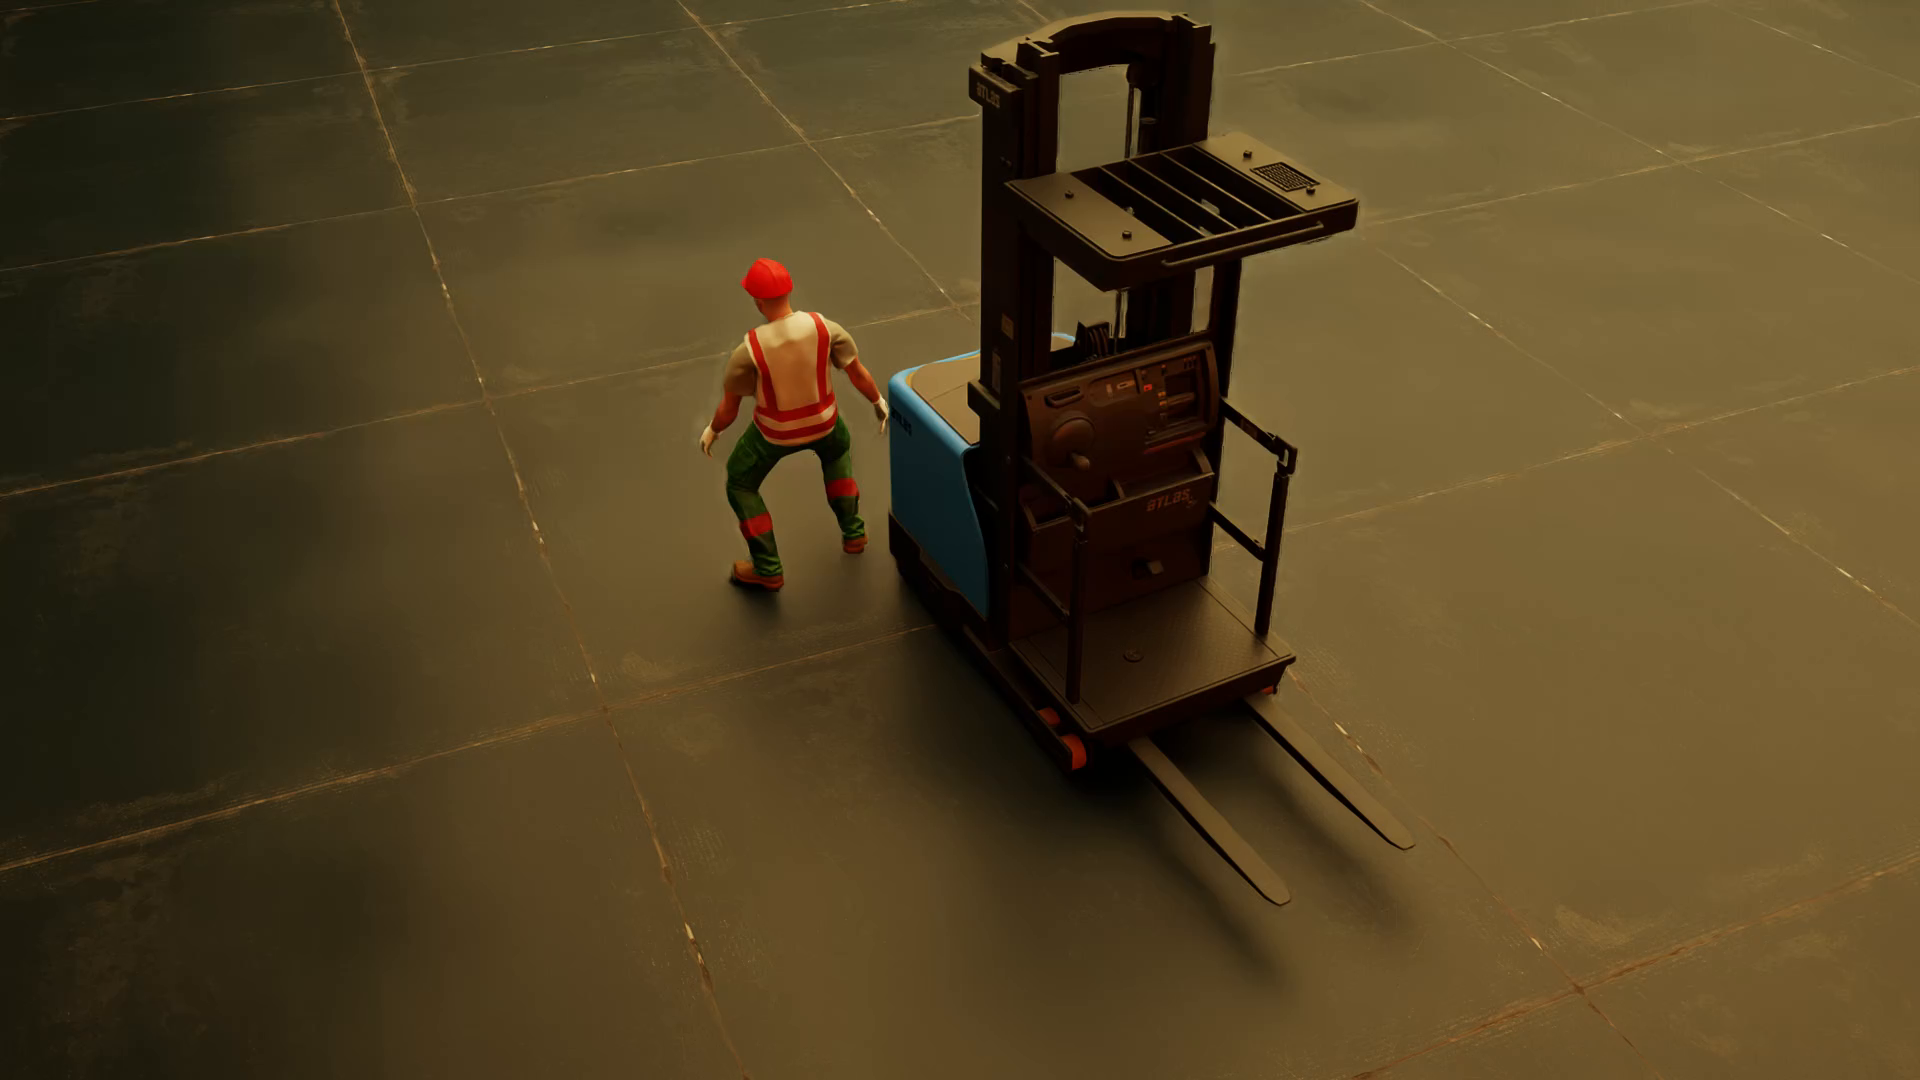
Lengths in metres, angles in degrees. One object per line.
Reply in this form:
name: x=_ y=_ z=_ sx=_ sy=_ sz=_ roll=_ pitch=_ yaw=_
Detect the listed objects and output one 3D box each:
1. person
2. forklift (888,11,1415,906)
person: x=-0.786 y=-0.599 z=7.981 sx=0.935 sy=1.660 sz=0.502 roll=-11 pitch=37 yaw=-15
forklift: x=0.784 y=-0.492 z=6.790 sx=1.130 sy=2.935 sz=3.031 roll=-17 pitch=39 yaw=-23
